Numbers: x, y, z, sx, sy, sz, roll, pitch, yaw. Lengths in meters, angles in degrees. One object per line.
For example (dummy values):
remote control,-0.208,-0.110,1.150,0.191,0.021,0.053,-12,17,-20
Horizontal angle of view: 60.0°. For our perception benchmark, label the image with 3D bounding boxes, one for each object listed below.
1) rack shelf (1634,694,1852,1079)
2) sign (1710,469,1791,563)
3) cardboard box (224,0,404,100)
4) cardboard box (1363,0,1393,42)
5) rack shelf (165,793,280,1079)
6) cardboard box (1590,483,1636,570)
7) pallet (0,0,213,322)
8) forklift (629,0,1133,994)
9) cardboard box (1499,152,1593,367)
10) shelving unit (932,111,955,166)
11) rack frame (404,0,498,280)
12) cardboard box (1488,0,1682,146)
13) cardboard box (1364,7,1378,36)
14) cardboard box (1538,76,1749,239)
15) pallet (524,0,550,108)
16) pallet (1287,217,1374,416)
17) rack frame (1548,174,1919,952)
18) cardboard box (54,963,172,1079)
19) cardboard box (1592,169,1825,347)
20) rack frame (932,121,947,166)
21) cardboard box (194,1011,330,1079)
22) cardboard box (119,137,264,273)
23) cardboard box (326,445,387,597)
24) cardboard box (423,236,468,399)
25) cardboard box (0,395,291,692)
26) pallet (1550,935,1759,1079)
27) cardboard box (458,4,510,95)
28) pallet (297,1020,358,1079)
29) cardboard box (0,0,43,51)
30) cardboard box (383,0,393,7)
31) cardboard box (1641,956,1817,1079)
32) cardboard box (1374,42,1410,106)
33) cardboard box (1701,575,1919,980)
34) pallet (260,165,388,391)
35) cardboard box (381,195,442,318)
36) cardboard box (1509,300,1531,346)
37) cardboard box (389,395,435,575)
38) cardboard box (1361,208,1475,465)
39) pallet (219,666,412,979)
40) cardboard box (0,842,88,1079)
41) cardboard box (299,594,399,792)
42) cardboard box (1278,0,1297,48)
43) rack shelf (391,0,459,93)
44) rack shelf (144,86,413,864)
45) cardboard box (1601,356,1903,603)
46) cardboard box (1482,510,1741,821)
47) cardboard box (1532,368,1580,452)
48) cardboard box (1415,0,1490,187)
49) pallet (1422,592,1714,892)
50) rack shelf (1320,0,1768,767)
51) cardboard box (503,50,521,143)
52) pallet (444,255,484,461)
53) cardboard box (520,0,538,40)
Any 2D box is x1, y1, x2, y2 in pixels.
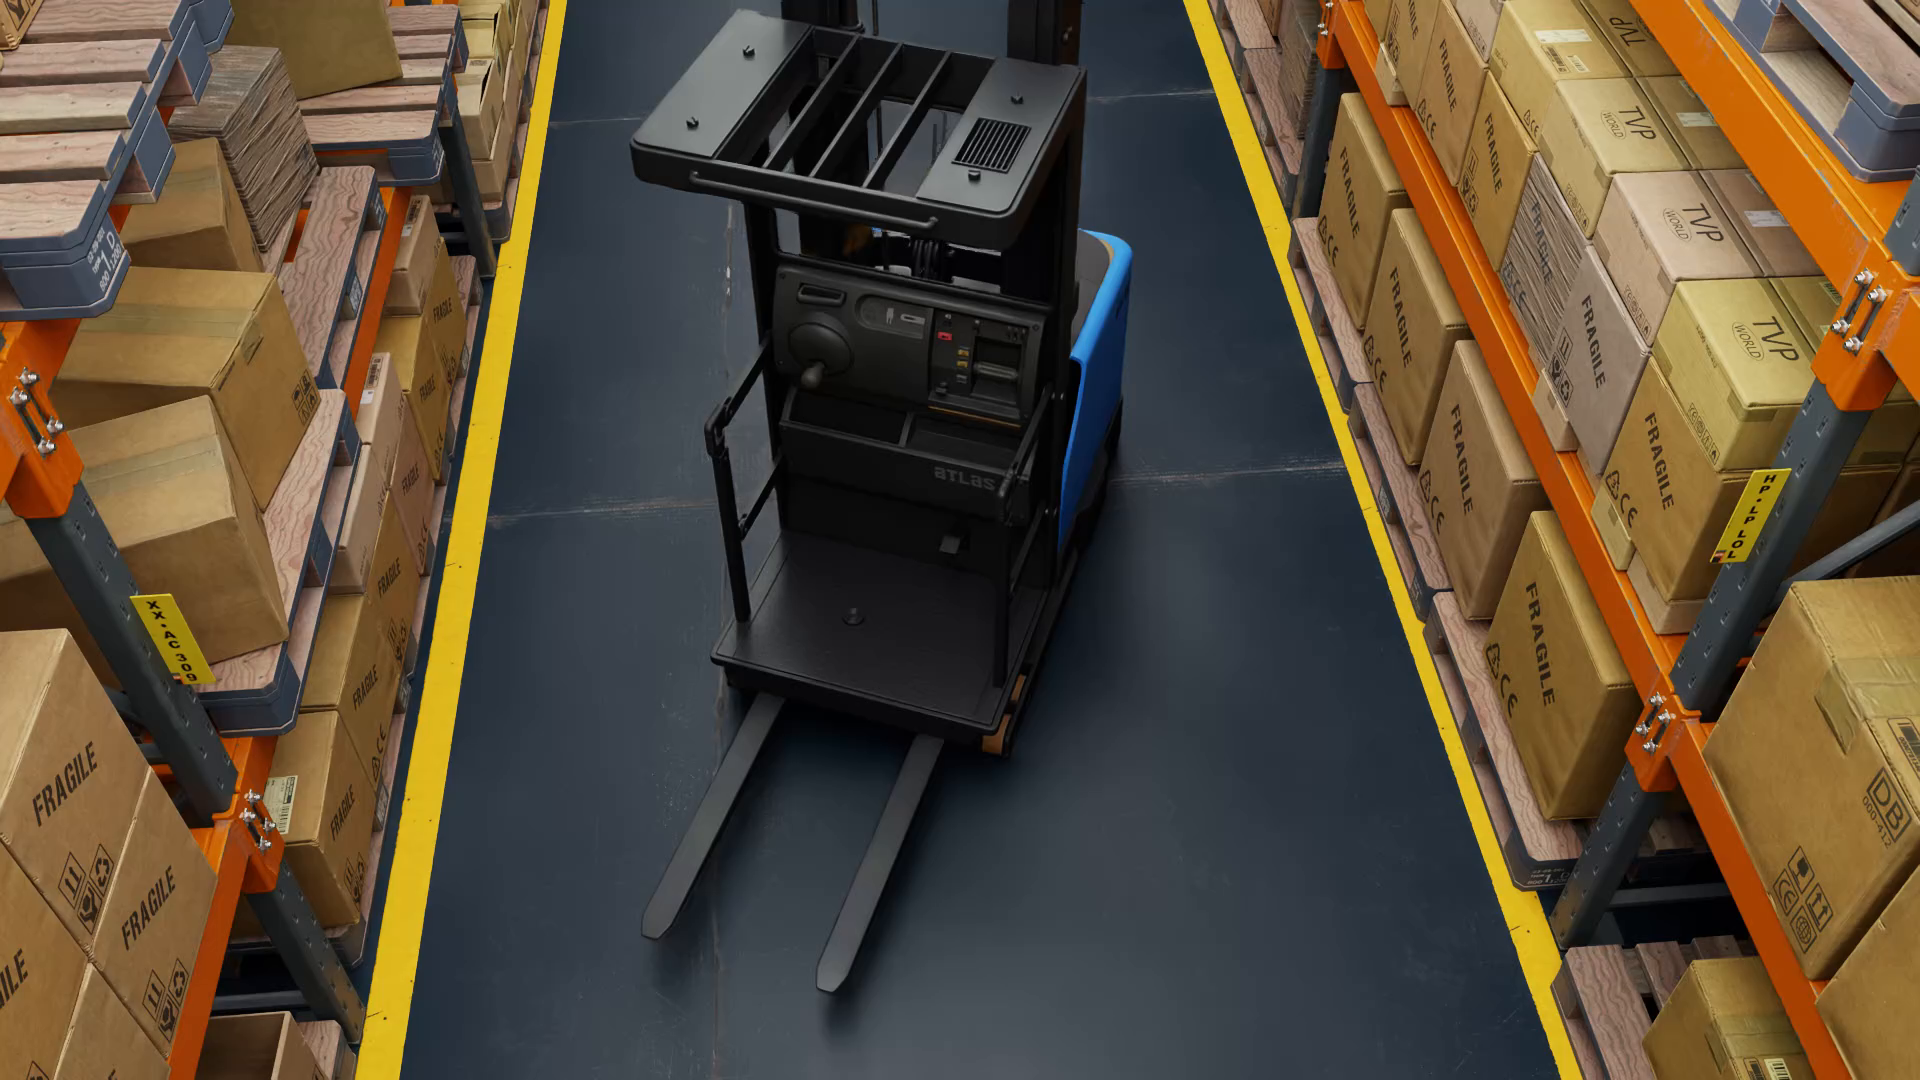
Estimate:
rack shelf,2.672,1.969,3.451,1.077,0.370,4.000,-3,47,-3
sign,1.965,-0.056,4.131,0.100,0.325,0.005,-3,47,-3
cardboard box,-2.601,-2.046,6.400,0.700,0.500,0.500,-18,49,-16
cardboard box,1.955,-2.396,6.802,0.500,0.500,0.500,-2,47,-2
rack shelf,-2.264,2.273,3.164,1.077,0.370,4.000,-3,47,-3
cardboard box,2.150,-0.055,5.031,0.380,0.149,0.250,-3,47,-3
pallet,-2.416,-0.865,3.703,1.213,0.211,1.003,-3,47,-3
forklift,-0.246,-0.549,5.387,1.130,2.935,3.031,13,48,12
cardboard box,2.129,-0.920,5.405,0.500,0.500,0.500,-3,47,-3
shelving unit,-0.004,-1.248,7.235,0.258,1.200,0.189,10,33,9
rack frame,-2.766,-2.316,7.014,1.000,3.000,0.127,-3,47,-3
cardboard box,2.091,-1.558,5.492,0.500,0.250,0.500,-4,47,-4
cardboard box,1.967,-2.288,7.147,0.380,0.149,0.250,-4,47,-4
cardboard box,2.135,-1.189,5.143,0.500,0.250,0.500,-3,47,-3
pallet,-2.895,-2.836,9.427,1.003,0.211,1.213,-3,47,-3
pallet,2.161,-1.086,7.769,1.003,0.211,1.213,-3,47,-3
rack frame,2.505,0.274,4.561,1.000,3.000,0.127,-3,47,-3
cardboard box,-2.089,1.263,3.556,0.500,0.500,0.500,-2,47,-2
cardboard box,2.177,-0.820,4.793,0.500,0.250,0.500,-3,47,-2
rack frame,-0.024,-1.201,7.159,0.240,1.200,0.006,10,33,9
cardboard box,-2.101,1.681,4.647,0.500,0.500,0.500,-3,47,-3
cardboard box,-2.641,-0.875,5.291,0.700,0.500,0.500,-14,48,-13
cardboard box,-2.313,-0.060,5.779,0.500,0.250,0.500,-3,47,-3
cardboard box,-2.454,-0.945,7.134,0.500,0.500,0.500,-2,47,-2
cardboard box,-2.248,0.043,4.422,0.700,0.500,0.500,-18,49,-16
pallet,2.490,1.788,5.048,1.003,0.211,1.213,-3,47,-3
cardboard box,-2.570,-2.484,8.391,0.500,0.311,0.500,-5,47,-4
pallet,-2.375,2.034,4.815,1.003,0.211,1.213,-3,47,-3
cardboard box,-2.479,-1.517,3.765,0.600,0.600,0.600,-4,47,-4
cardboard box,-2.753,-2.551,7.298,0.500,0.311,0.500,-1,47,-1
cardboard box,2.465,1.537,4.797,0.700,0.500,0.500,-3,47,-3
cardboard box,1.917,-1.908,6.786,0.380,0.149,0.250,-2,47,-2
cardboard box,2.534,0.565,4.079,0.980,0.700,0.700,-3,47,-3
pallet,-2.599,-0.843,5.751,1.003,0.211,1.213,-3,47,-3
cardboard box,-2.445,-1.163,6.824,0.500,0.250,0.500,-2,47,-2
cardboard box,2.132,-0.795,5.733,0.380,0.149,0.250,-5,47,-4
cardboard box,-2.361,-0.191,6.420,0.500,0.500,0.500,-5,47,-5
cardboard box,2.168,-0.851,6.817,0.750,0.750,0.750,-4,47,-3
pallet,-2.537,0.951,5.841,1.003,0.211,1.213,-3,47,-3
cardboard box,-2.085,0.921,3.191,0.500,0.500,0.500,-4,47,-4
cardboard box,-2.285,0.536,5.731,0.500,0.500,0.500,-3,47,-3
cardboard box,2.130,-2.809,8.899,0.700,0.500,0.500,-4,47,-3
rack shelf,-2.934,-3.515,8.645,1.077,0.370,4.000,-3,47,-3
rack shelf,-2.599,-0.621,5.905,1.077,0.370,4.000,-3,47,-3
cardboard box,2.215,-0.188,4.711,0.500,0.500,0.500,-4,47,-4
cardboard box,2.321,0.407,5.627,0.750,0.750,0.750,-3,47,-3
cardboard box,2.092,-0.432,5.389,0.380,0.149,0.250,-3,47,-3
cardboard box,2.030,-1.658,6.103,0.500,0.500,0.500,-4,47,-3
pallet,2.365,0.680,6.097,1.003,0.211,1.213,-3,47,-3
rack shelf,2.337,-0.925,6.192,1.077,0.370,4.000,-3,47,-3
cardboard box,-2.560,-2.275,8.580,0.500,0.250,0.500,-5,47,-4
pallet,-2.741,-0.814,7.512,1.003,0.211,1.213,-3,47,-3
cardboard box,-2.652,-3.022,9.287,0.500,0.250,0.500,-3,47,-2
